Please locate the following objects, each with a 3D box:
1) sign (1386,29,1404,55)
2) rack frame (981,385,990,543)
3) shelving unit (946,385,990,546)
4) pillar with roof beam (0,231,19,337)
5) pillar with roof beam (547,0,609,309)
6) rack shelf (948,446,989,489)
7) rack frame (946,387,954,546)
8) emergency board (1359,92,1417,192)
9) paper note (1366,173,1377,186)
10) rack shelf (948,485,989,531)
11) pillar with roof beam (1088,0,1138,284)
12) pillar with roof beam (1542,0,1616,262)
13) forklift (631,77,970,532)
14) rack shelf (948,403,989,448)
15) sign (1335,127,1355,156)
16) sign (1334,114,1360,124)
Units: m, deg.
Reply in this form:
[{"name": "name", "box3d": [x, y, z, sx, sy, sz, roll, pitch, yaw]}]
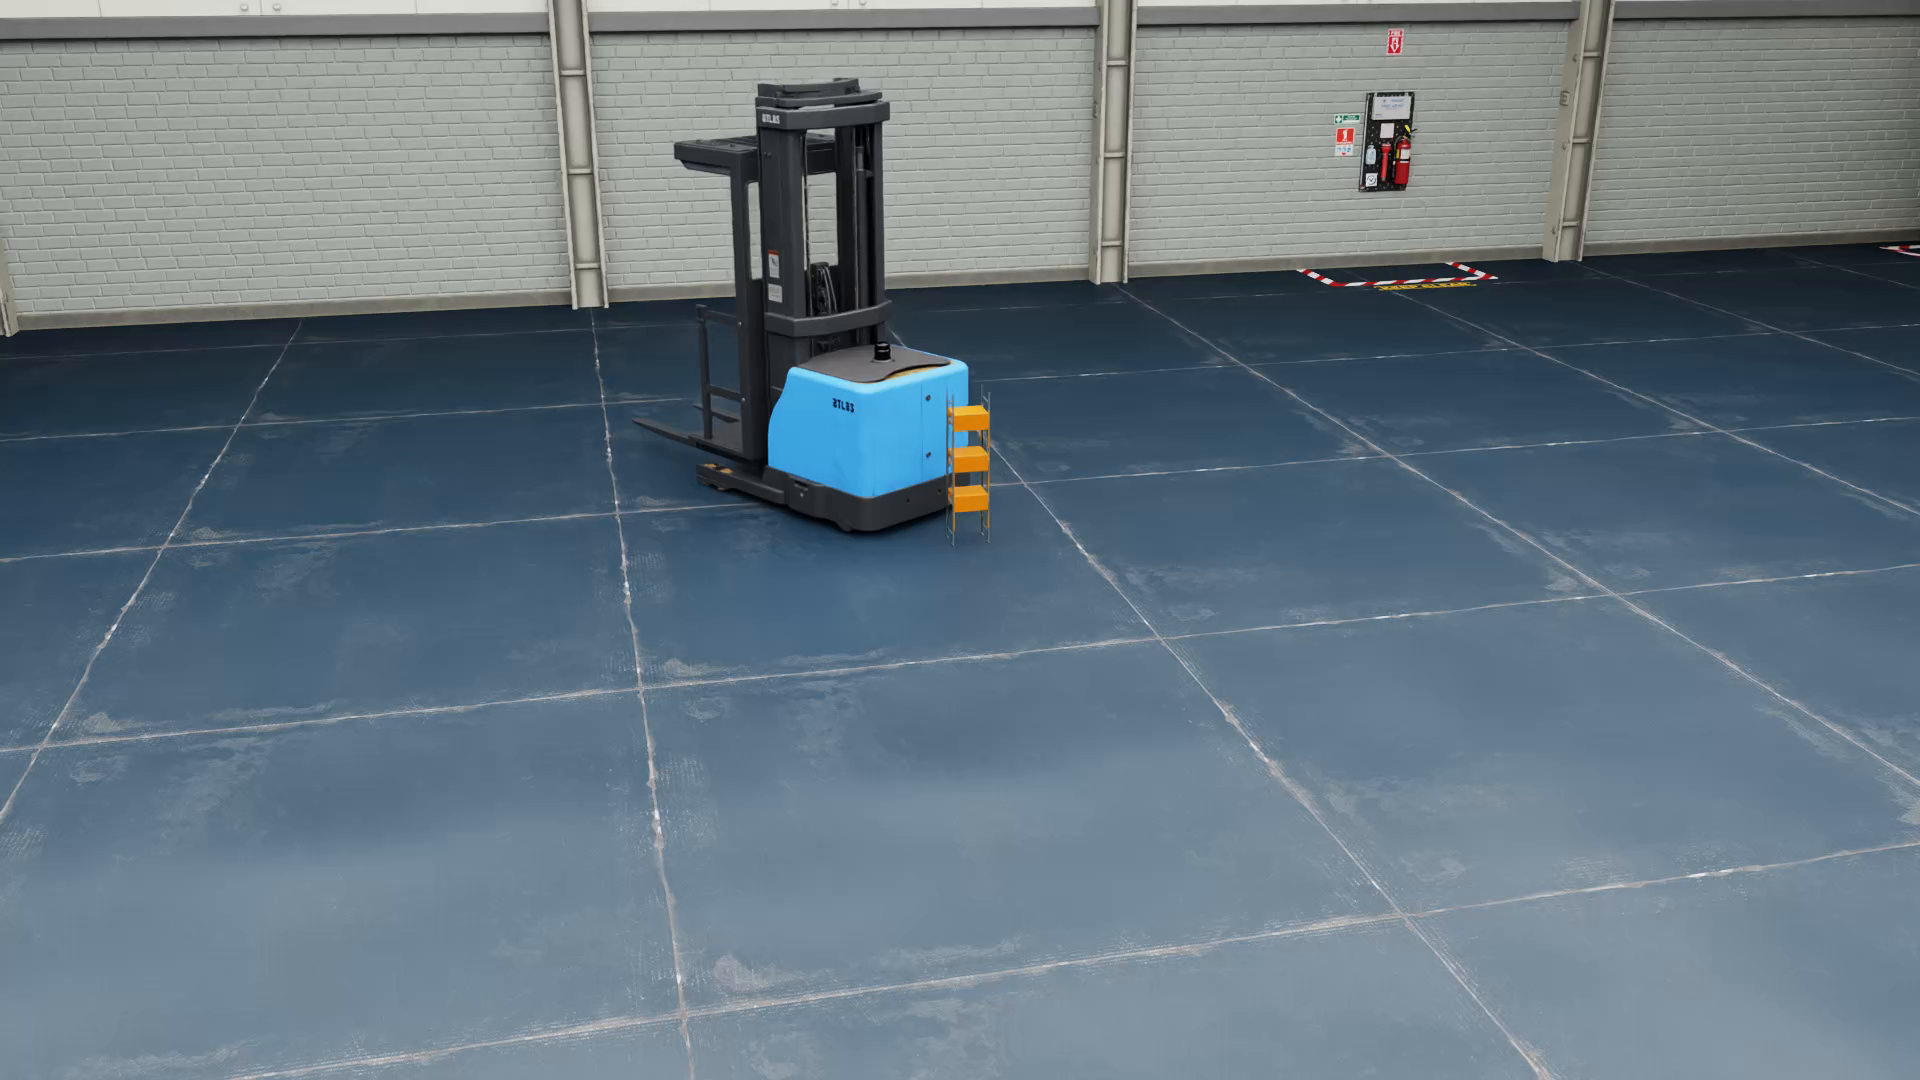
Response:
[{"name": "sign", "box3d": [5.145, -5.891, 19.664, 0.199, 0.298, 0.001, -5, 21, -12]}, {"name": "rack frame", "box3d": [0.171, -0.507, 11.172, 0.008, 1.050, 0.200, -5, 21, -12]}, {"name": "shelving unit", "box3d": [0.052, -0.497, 11.146, 0.252, 1.050, 0.215, -5, 21, -12]}, {"name": "pillar with roof beam", "box3d": [-8.937, -4.903, 11.618, 0.400, 9.000, 9.100, -5, 21, -12]}, {"name": "pillar with roof beam", "box3d": [-3.098, -5.378, 12.914, 0.400, 9.000, 9.100, -5, 21, -12]}, {"name": "rack shelf", "box3d": [0.052, -0.487, 11.149, 0.240, 0.259, 0.215, -5, 21, -12]}, {"name": "rack frame", "box3d": [-0.067, -0.488, 11.119, 0.008, 1.050, 0.200, -5, 21, -12]}, {"name": "emergency board", "box3d": [5.176, -4.769, 19.974, 0.643, 1.169, 0.194, -5, 21, -12]}, {"name": "paper note", "box3d": [4.988, -4.365, 20.150, 0.142, 0.148, 0.016, -5, 21, -12]}, {"name": "rack shelf", "box3d": [0.052, -0.226, 11.245, 0.240, 0.259, 0.215, -5, 21, -12]}, {"name": "pillar with roof beam", "box3d": [2.741, -5.853, 14.211, 0.400, 9.000, 9.100, -5, 21, -12]}, {"name": "pillar with roof beam", "box3d": [8.580, -6.328, 15.507, 0.400, 9.000, 9.100, -5, 21, -12]}, {"name": "forklift", "box3d": [-1.326, -1.847, 12.095, 3.031, 2.935, 1.130, 19, 27, 41]}, {"name": "rack shelf", "box3d": [0.052, -0.754, 11.052, 0.240, 0.259, 0.215, -5, 21, -12]}, {"name": "sign", "box3d": [4.614, -4.777, 19.942, 0.234, 0.329, 0.001, -5, 21, -12]}, {"name": "sign", "box3d": [4.621, -5.023, 19.844, 0.331, 0.109, 0.001, -5, 21, -12]}]
